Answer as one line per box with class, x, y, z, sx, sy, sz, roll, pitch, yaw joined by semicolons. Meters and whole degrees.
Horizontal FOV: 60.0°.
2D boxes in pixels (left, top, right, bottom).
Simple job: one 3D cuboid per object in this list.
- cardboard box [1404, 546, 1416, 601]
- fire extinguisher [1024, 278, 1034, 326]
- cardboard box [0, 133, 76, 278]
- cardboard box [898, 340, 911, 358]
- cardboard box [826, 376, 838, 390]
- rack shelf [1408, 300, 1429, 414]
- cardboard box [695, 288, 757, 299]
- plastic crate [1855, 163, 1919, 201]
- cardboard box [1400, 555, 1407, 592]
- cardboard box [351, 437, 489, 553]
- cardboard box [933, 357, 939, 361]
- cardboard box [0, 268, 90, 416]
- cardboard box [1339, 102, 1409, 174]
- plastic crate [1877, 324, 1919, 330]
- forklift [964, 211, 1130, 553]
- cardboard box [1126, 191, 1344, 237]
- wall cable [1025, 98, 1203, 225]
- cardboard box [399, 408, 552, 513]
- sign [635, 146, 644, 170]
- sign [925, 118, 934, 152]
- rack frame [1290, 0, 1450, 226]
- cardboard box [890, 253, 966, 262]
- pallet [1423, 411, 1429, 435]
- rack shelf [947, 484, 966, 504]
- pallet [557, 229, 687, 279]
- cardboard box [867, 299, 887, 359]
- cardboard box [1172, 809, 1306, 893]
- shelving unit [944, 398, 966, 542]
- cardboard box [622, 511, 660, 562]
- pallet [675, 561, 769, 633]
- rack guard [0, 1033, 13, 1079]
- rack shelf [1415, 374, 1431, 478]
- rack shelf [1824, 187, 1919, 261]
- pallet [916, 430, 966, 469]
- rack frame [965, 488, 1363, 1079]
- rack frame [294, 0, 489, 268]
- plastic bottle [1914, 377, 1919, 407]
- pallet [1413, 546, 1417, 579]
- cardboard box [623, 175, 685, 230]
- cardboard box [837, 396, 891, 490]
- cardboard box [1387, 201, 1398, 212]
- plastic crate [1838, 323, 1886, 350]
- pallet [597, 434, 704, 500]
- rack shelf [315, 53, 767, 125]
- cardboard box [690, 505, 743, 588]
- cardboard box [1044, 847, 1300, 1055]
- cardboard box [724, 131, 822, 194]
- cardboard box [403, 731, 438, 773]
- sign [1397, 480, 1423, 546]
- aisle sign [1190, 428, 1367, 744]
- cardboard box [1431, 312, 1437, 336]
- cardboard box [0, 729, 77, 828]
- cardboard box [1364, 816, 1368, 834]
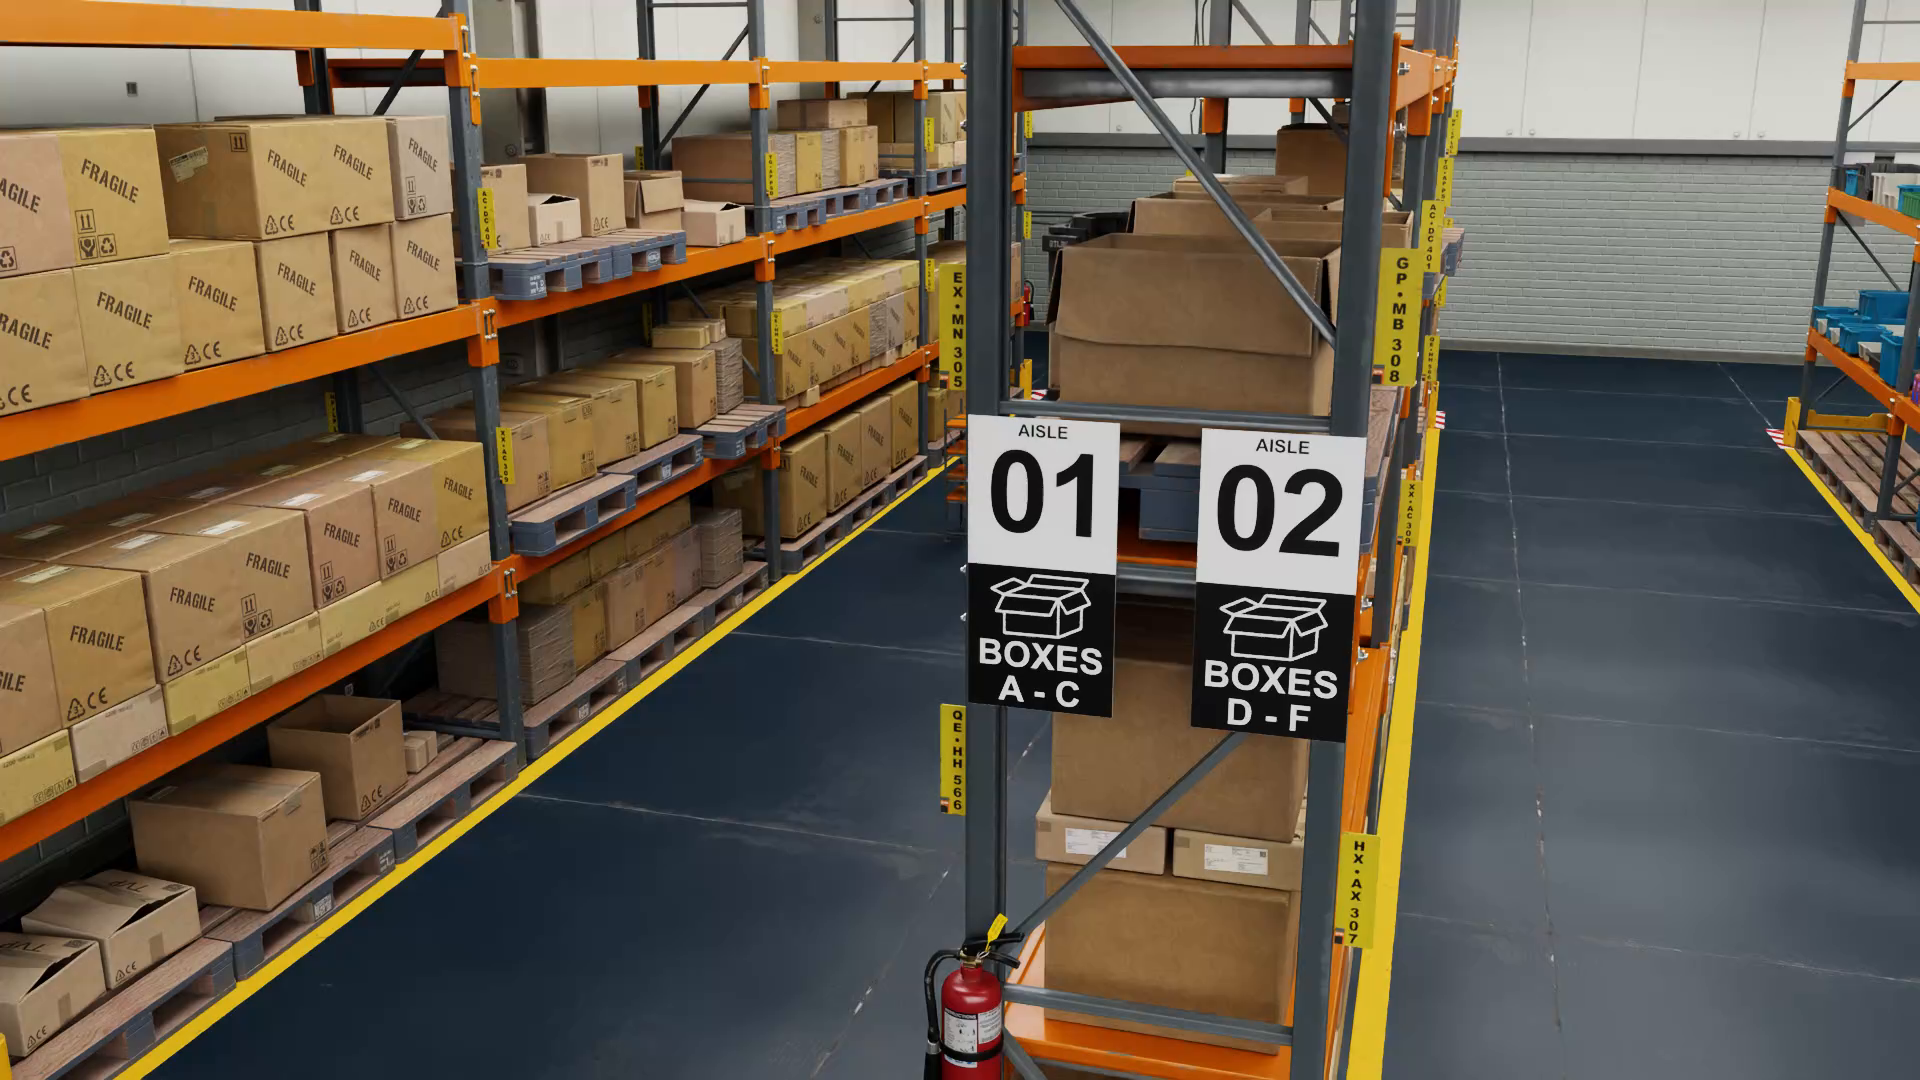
cardboard box;3.188;0.130;12.648;0.500;0.500;0.500;5;17;18
fire extinguisher;0.792;-3.027;20.829;0.296;0.674;0.183;5;16;16
cardboard box;-3.706;-1.245;6.172;0.500;0.500;0.500;4;16;15
cardboard box;-0.703;-1.904;16.468;0.380;0.149;0.250;5;17;17
cardboard box;-1.312;-1.443;14.842;0.380;0.149;0.250;5;17;17
rack shelf;2.216;-1.337;9.869;1.077;0.370;4.000;5;16;16
cardboard box;-1.936;-1.982;14.182;0.500;0.250;0.500;4;16;14
plastic crate;9.108;-3.506;16.311;0.504;0.338;0.767;5;16;16
cardboard box;2.871;0.243;11.716;0.500;0.311;0.500;5;17;17
cardboard box;-2.941;-0.251;9.081;0.500;0.500;0.500;5;16;16
cardboard box;-0.383;-2.011;19.044;0.380;0.149;0.250;4;16;15
cardboard box;-3.718;-0.761;6.297;0.500;0.500;0.500;6;17;20
cardboard box;3.059;-2.983;12.337;0.500;0.500;0.500;5;16;16
plastic crate;9.748;-2.146;17.272;0.396;0.136;0.243;5;16;16
forklift;1.505;-1.100;13.335;3.031;2.935;1.130;12;20;36
cardboard box;1.058;-1.058;6.351;0.797;0.503;0.637;7;17;22
wall cable;2.257;-6.084;25.479;3.097;2.526;0.112;5;16;16
cardboard box;-2.926;-0.491;10.073;0.700;0.500;0.500;5;16;16
sign;-2.496;-2.922;13.044;0.100;0.325;0.005;5;16;16
sign;-0.307;-3.997;16.403;0.100;0.325;0.005;5;16;16
rack frame;2.784;-3.650;11.206;1.000;3.000;0.127;5;16;16
cardboard box;-0.250;-2.860;18.866;0.980;0.700;0.700;4;16;13
pallet;4.810;-1.286;18.979;1.003;0.211;1.213;5;16;16
rack shelf;0.047;-0.365;14.891;0.258;0.148;0.480;5;16;16
pallet;-2.534;-1.878;10.800;1.213;0.211;1.003;5;16;16
cardboard box;-1.006;-1.989;15.579;0.500;0.500;0.500;5;16;16
cardboard box;0.829;0.883;4.847;0.380;0.149;0.250;5;16;15
shelving unit;0.047;-0.621;14.818;0.258;1.200;0.503;5;16;16
cardboard box;-2.484;-0.045;11.892;0.500;0.250;0.500;5;16;16
pallet;-2.190;0.399;13.036;1.003;0.211;1.213;5;16;16
rack guard;-4.218;2.129;6.408;1.175;0.500;0.348;5;16;16
rack shelf;3.353;-0.941;13.968;1.077;0.370;4.000;5;16;16
rack shelf;9.237;-3.045;15.890;1.077;0.370;4.000;5;16;16
pallet;-0.539;-1.045;18.126;1.003;0.211;1.213;5;16;16
rack frame;0.511;1.329;4.646;1.000;3.000;0.127;5;16;16
rack frame;-3.103;-2.987;8.868;1.000;3.000;0.127;5;16;16
plastic bottle;8.118;-1.271;14.028;0.061;0.283;0.133;5;16;16
pallet;3.381;0.067;14.205;1.003;0.211;1.213;5;16;16
cardboard box;-2.424;-2.317;11.779;0.797;0.503;0.637;7;17;24
cardboard box;-1.139;-0.948;15.846;0.750;0.750;0.750;5;17;18
cardboard box;2.404;-1.926;10.132;0.500;0.250;0.500;4;16;15
plastic crate;9.046;-2.036;16.709;0.416;0.233;0.300;5;16;16
pallet;-2.490;-0.534;11.565;1.003;0.211;1.213;5;16;16
rack shelf;-2.535;-2.971;10.865;1.077;0.370;4.000;5;16;16
cardboard box;-2.121;0.036;12.978;0.700;0.500;0.500;5;17;17
cardboard box;0.656;1.160;5.059;0.700;0.500;0.500;5;16;16
cardboard box;-1.614;-3.267;14.366;0.700;0.500;0.500;6;17;19
cardboard box;-3.226;1.193;9.511;0.380;0.166;0.250;2;16;9
sign;2.180;-0.129;8.056;0.100;0.325;0.005;5;16;16
aisle sign;0.786;0.120;4.147;0.394;0.787;0.004;5;16;16
cardboard box;4.327;-1.971;16.096;0.500;0.500;0.500;5;17;17
cardboard box;-3.797;0.906;6.378;0.500;0.250;0.500;4;16;14
cardboard box;1.725;1.542;8.166;0.500;0.250;0.500;5;16;16
